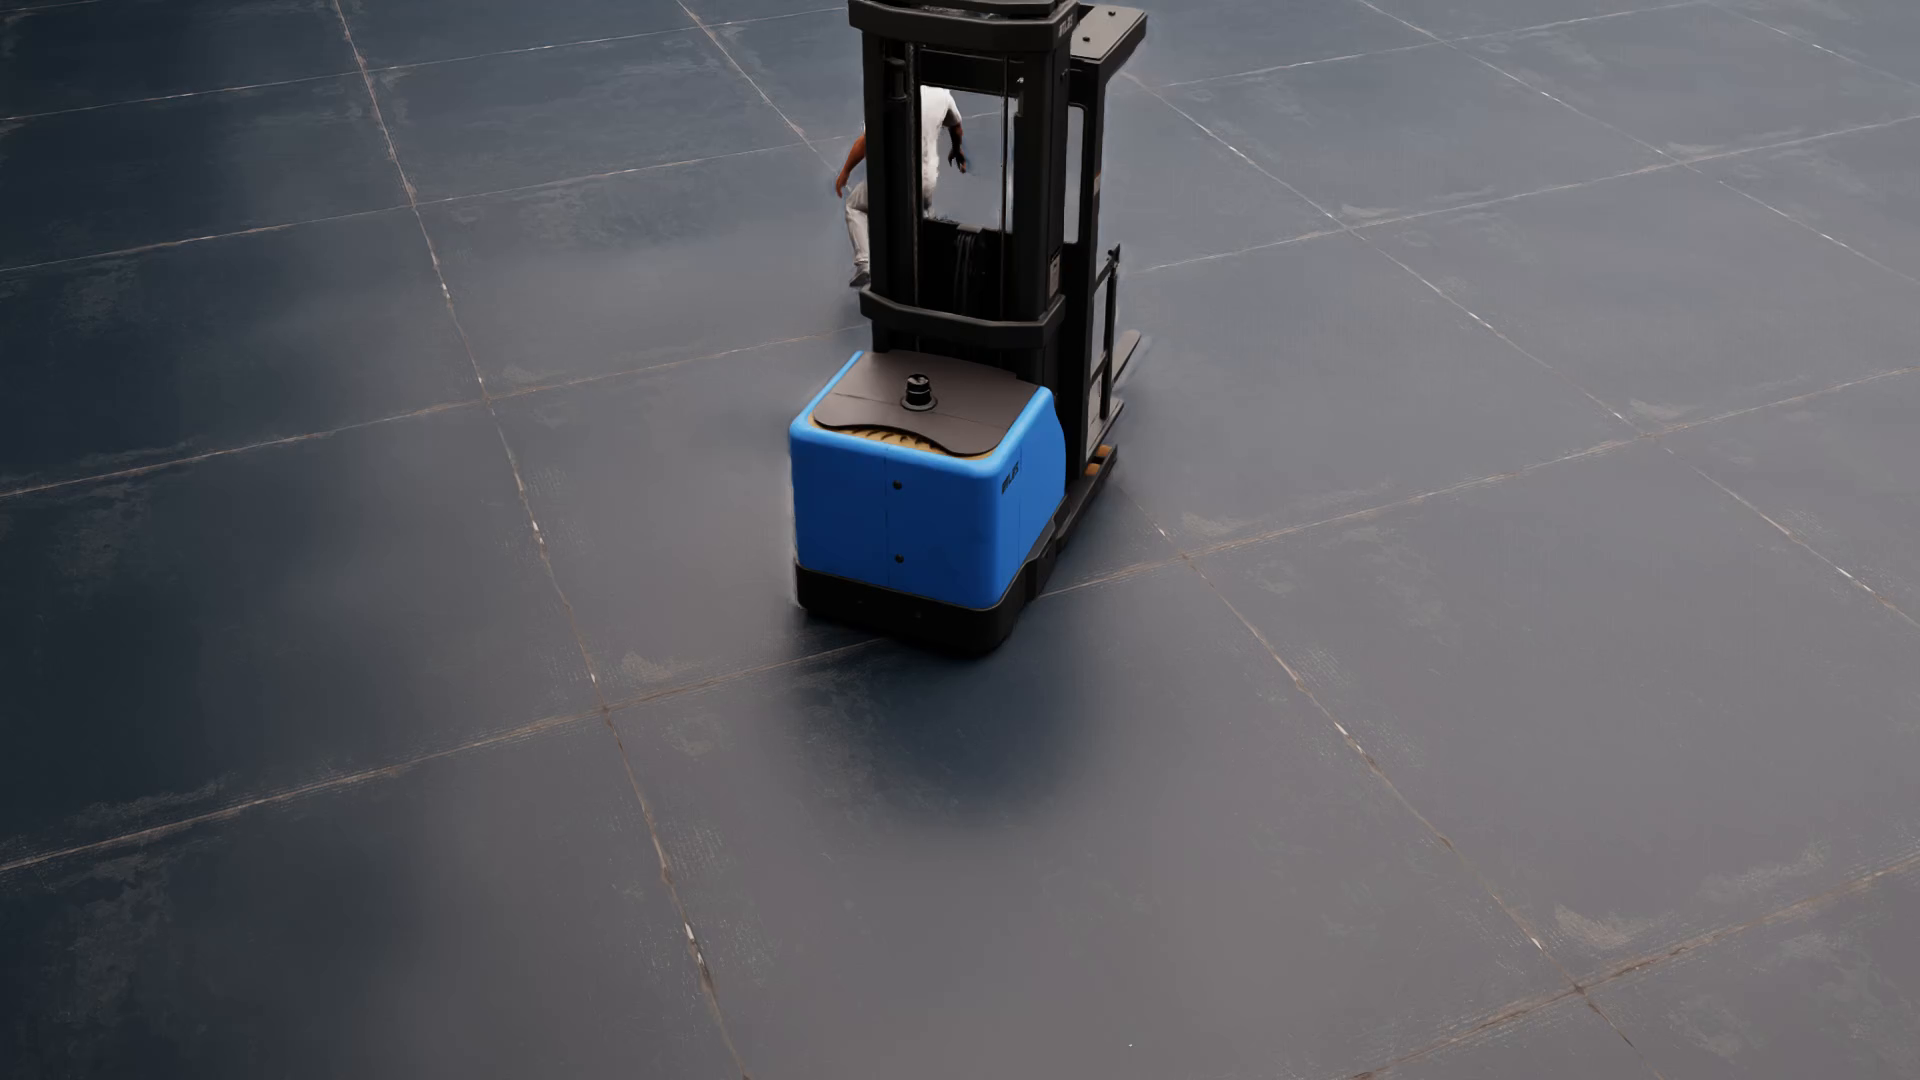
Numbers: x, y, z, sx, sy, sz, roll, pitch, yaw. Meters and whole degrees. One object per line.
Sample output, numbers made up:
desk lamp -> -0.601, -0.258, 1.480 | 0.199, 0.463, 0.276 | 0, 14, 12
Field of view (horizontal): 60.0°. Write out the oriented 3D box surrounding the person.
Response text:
person -> -0.359, -2.362, 10.569 | 1.039, 1.647, 0.524 | -16, 39, -21

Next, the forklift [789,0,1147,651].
forklift -> 0.219, -1.525, 8.244 | 1.130, 2.935, 3.031 | 13, 37, 17
